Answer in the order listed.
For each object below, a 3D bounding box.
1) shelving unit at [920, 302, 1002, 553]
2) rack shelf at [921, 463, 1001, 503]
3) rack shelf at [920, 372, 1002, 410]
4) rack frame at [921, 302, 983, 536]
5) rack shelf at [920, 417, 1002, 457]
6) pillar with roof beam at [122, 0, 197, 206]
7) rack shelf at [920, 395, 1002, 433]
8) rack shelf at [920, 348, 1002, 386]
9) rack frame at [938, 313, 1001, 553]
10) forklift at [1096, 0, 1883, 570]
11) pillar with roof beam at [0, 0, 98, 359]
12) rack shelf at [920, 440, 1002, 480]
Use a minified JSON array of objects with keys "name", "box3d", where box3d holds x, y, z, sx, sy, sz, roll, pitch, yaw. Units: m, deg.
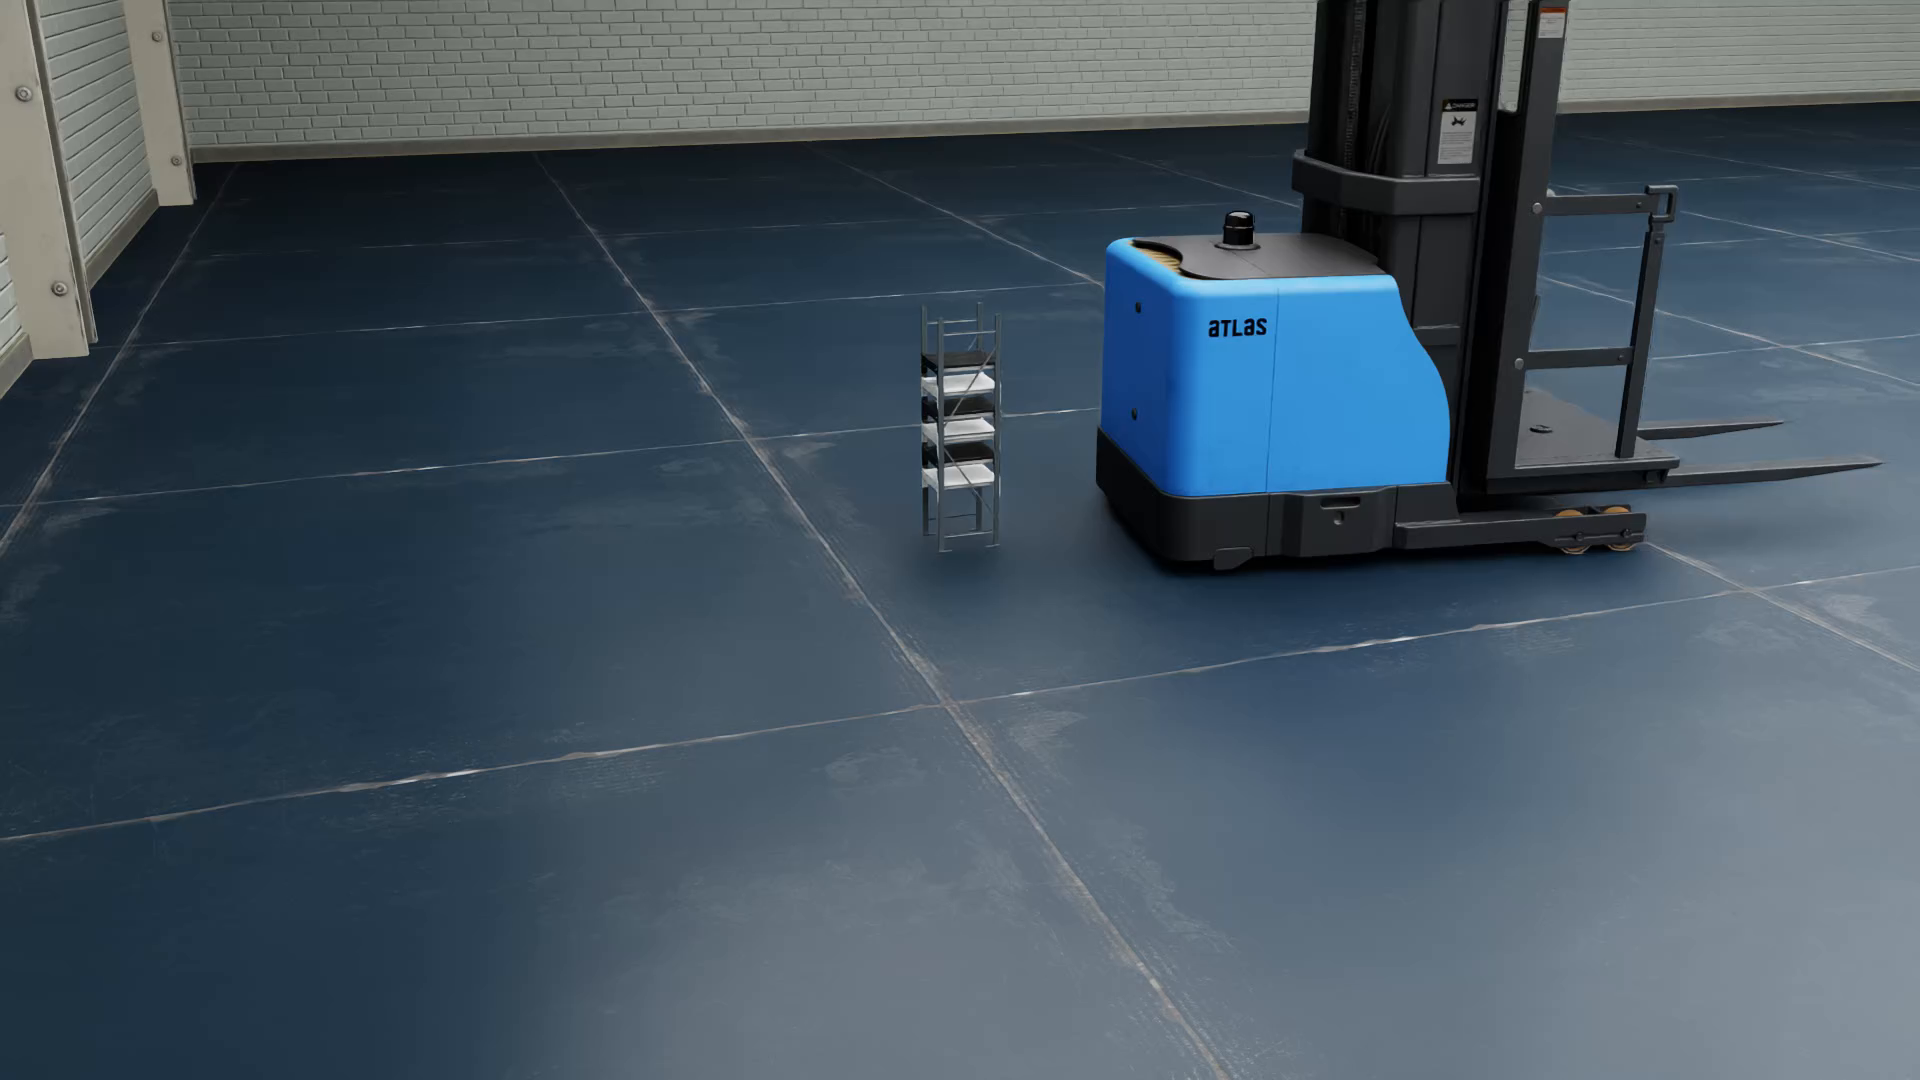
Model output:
[{"name":"shelving unit","box3d":[0.003,-0.421,6.257,0.258,0.900,0.210,-6,21,-17]},{"name":"rack shelf","box3d":[0.003,-0.220,6.329,0.258,0.077,0.200,-6,21,-17]},{"name":"rack shelf","box3d":[0.003,-0.559,6.208,0.258,0.077,0.200,-6,21,-17]},{"name":"rack frame","box3d":[-0.029,-0.454,6.348,0.240,0.900,0.006,-6,21,-17]},{"name":"rack shelf","box3d":[0.003,-0.390,6.268,0.258,0.077,0.200,-6,21,-17]},{"name":"pillar with roof beam","box3d":[-2.875,-7.693,14.523,9.100,9.000,0.400,-6,21,-17]},{"name":"rack shelf","box3d":[0.003,-0.474,6.238,0.258,0.077,0.200,-6,21,-17]},{"name":"rack shelf","box3d":[0.003,-0.644,6.177,0.258,0.077,0.200,-6,21,-17]},{"name":"rack frame","box3d":[0.034,-0.388,6.166,0.240,0.900,0.006,-6,21,-17]},{"name":"forklift","box3d":[2.128,-1.496,6.246,3.031,2.935,1.130,-4,20,-10]},{"name":"pillar with roof beam","box3d":[-0.989,-5.768,9.162,9.100,9.000,0.400,-6,21,-17]},{"name":"rack shelf","box3d":[0.003,-0.305,6.299,0.258,0.077,0.200,-6,21,-17]}]
